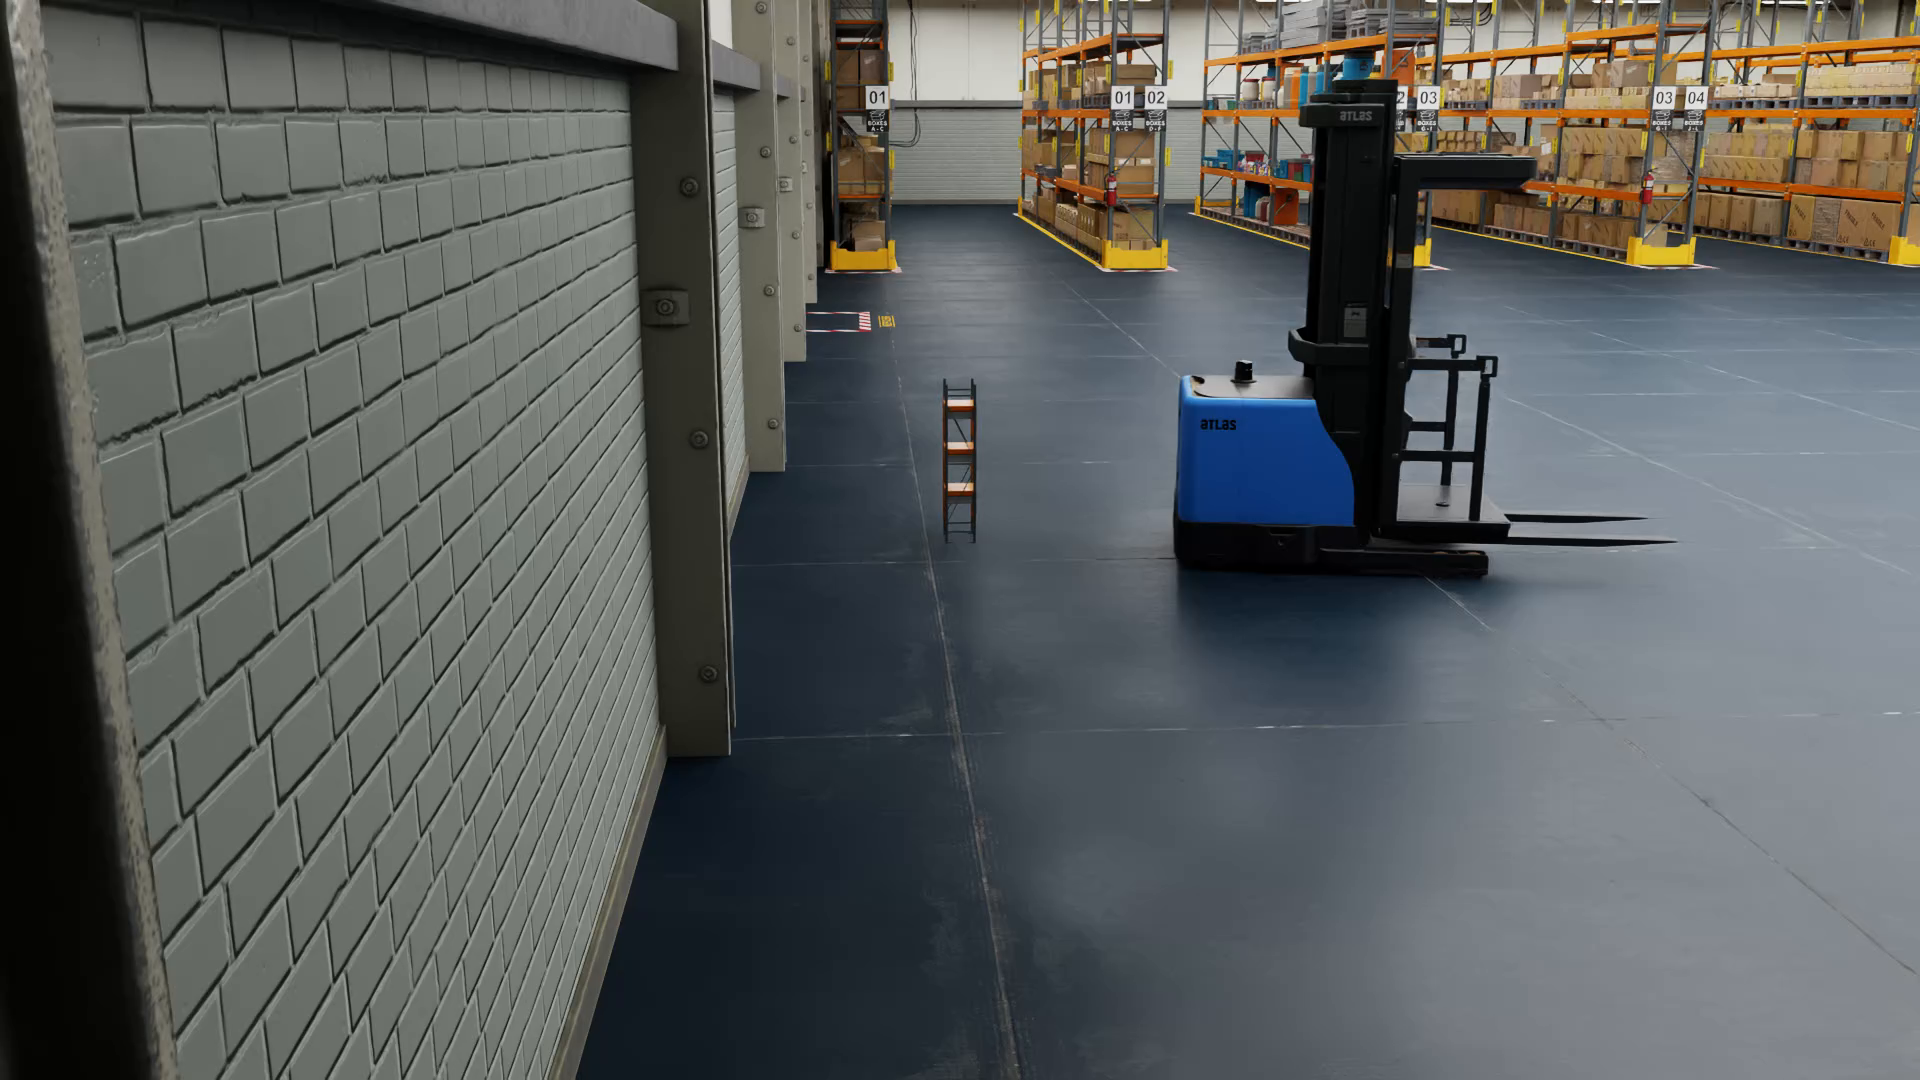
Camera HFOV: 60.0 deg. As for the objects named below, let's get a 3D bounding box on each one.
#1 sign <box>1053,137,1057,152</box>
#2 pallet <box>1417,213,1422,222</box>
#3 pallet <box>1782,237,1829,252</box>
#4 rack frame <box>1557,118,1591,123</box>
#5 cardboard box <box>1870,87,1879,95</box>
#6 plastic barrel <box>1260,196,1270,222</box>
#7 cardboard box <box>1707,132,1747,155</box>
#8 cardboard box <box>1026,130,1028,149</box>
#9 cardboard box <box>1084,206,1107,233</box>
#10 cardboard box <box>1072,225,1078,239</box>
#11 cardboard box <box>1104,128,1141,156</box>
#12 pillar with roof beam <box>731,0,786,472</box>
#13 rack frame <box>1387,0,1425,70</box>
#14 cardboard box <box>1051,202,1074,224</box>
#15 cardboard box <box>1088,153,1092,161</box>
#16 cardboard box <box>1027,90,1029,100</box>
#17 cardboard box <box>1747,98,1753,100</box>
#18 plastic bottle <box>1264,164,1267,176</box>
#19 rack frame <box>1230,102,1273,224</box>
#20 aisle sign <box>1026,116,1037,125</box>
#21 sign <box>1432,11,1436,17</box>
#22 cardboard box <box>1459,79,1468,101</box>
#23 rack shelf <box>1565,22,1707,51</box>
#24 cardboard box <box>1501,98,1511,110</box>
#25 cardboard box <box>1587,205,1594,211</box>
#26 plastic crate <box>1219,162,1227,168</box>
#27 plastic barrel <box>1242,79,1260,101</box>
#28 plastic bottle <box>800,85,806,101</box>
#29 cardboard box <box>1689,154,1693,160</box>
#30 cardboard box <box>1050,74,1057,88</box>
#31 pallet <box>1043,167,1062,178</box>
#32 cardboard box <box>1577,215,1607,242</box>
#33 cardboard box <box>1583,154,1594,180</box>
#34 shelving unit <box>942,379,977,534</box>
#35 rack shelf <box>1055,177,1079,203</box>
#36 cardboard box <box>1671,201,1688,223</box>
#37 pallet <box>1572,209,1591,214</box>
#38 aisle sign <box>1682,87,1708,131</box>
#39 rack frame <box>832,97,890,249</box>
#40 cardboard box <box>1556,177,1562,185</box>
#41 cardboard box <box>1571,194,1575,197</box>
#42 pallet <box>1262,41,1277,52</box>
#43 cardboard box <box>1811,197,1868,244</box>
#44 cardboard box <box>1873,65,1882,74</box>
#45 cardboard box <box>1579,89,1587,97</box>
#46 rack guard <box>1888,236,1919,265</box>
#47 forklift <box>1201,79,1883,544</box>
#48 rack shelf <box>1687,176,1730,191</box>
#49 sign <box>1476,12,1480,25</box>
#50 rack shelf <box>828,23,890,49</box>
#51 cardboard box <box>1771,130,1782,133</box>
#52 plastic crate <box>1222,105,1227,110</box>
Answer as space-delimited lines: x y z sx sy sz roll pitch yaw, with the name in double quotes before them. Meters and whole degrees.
"sign" 2.145 -8.936 37.573 0.100 0.325 0.005 -1 14 -3
"pallet" 12.357 -8.411 43.293 1.003 0.211 1.213 -1 14 -3
"pallet" 17.747 -6.092 34.281 1.003 0.211 1.213 -1 14 -3
"rack frame" 17.035 -10.617 46.272 1.000 3.000 0.127 -1 14 -3
"cardboard box" 17.604 -8.552 31.685 0.380 0.149 0.250 -1 14 -4
"plastic barrel" 7.513 -7.938 39.854 0.600 0.588 0.708 -1 14 -3
"cardboard box" 17.548 -9.049 37.968 0.700 0.500 0.500 -1 14 -4
"cardboard box" 2.021 -10.578 43.911 0.500 0.500 0.500 -1 14 -3
"cardboard box" 2.712 -6.296 32.646 0.500 0.500 0.500 -1 14 -3
"cardboard box" 2.619 -6.400 34.556 0.500 0.250 0.500 -1 14 -4
"cardboard box" 3.092 -7.497 31.340 0.700 0.500 0.500 -1 14 -3
"pillar with roof beam" 2.743 -5.013 12.452 9.100 9.000 0.400 -1 14 -3
"rack frame" 12.078 -13.471 45.325 1.000 3.000 0.127 -1 14 -3
"cardboard box" 2.394 -7.656 38.895 0.500 0.500 0.500 0 14 -1
"cardboard box" 2.773 -7.660 33.275 0.380 0.149 0.250 -1 14 -3
"cardboard box" 2.024 -11.656 43.585 0.500 0.250 0.500 -1 14 -3
"cardboard box" 22.087 -12.240 45.818 0.500 0.250 0.500 -2 15 -9
"plastic bottle" 7.164 -8.666 38.948 0.097 0.271 0.097 0 14 0
"rack frame" 7.383 -9.495 41.909 1.000 3.000 0.127 -1 14 -3
"aisle sign" 1.893 -11.685 45.206 0.394 0.787 0.004 -1 14 -3
"sign" 11.771 -13.003 41.313 0.100 0.325 0.005 -1 14 -3
"cardboard box" 12.426 -10.790 39.874 0.797 0.503 0.637 -1 14 -4
"rack shelf" 12.946 -9.640 31.883 1.077 0.370 4.000 -1 14 -3
"cardboard box" 12.380 -9.708 37.019 0.500 0.250 0.500 -1 14 -2
"cardboard box" 16.854 -8.795 44.068 0.380 0.149 0.250 -1 14 -4
"plastic crate" 6.975 -9.825 43.599 0.293 0.136 0.466 -1 14 -3
"plastic barrel" 7.165 -11.082 40.942 0.433 0.535 0.433 0 14 0
"plastic bottle" -2.156 -4.328 21.625 0.200 3.100 6.000 -1 14 -3
"cardboard box" 17.045 -8.969 38.932 0.380 0.149 0.250 -1 14 -2
"cardboard box" 2.482 -10.714 39.384 0.600 0.600 0.600 -1 15 -6
"pallet" 2.574 -8.499 38.424 1.213 0.211 1.003 -1 14 -3
"cardboard box" 12.850 -6.332 33.790 0.500 0.500 0.500 4 15 14
"cardboard box" 12.915 -7.414 33.022 0.875 0.500 0.500 -1 14 -3
"shelving unit" -0.003 -0.522 10.948 0.215 1.050 0.249 -1 14 -3
"rack shelf" 2.810 -7.579 35.905 1.077 0.370 4.000 -1 14 -3
"cardboard box" 17.229 -7.780 39.419 0.500 0.500 0.500 -1 14 -4
"pallet" 17.127 -8.743 44.582 1.003 0.211 1.213 -1 14 -3
"aisle sign" 13.373 -7.835 30.241 0.394 0.787 0.004 -1 14 -3
"rack frame" -1.762 -6.357 29.715 1.000 3.000 0.127 -1 14 -3
"cardboard box" 12.535 -7.402 34.279 0.380 0.149 0.250 -1 14 -3
"cardboard box" 16.851 -9.401 45.229 0.380 0.149 0.250 -2 15 -6
"pallet" 7.616 -11.300 38.067 1.213 0.211 1.003 -1 14 -3
"cardboard box" 17.807 -6.426 33.402 0.875 0.875 0.875 -1 14 -3
"cardboard box" 17.605 -8.938 31.586 0.380 0.149 0.250 -1 14 -3
"cardboard box" 12.614 -8.936 33.218 0.380 0.149 0.250 -1 14 -3
"rack guard" 18.028 -5.422 31.095 1.175 0.500 0.348 -1 14 -3
"forklift" 15.060 -6.800 31.125 22.640 3.159 46.598 2 15 6
"rack shelf" 17.407 -8.777 40.562 1.077 0.370 4.000 -1 14 -3
"sign" 12.867 -12.979 41.376 0.100 0.325 0.005 -1 14 -3
"rack shelf" -1.886 -9.410 30.991 1.077 0.370 4.000 -1 14 -3
"cardboard box" 21.848 -10.623 44.085 0.500 0.500 0.500 -1 14 -3
"plastic crate" 6.924 -11.130 42.774 0.293 0.136 0.466 -1 14 -3
